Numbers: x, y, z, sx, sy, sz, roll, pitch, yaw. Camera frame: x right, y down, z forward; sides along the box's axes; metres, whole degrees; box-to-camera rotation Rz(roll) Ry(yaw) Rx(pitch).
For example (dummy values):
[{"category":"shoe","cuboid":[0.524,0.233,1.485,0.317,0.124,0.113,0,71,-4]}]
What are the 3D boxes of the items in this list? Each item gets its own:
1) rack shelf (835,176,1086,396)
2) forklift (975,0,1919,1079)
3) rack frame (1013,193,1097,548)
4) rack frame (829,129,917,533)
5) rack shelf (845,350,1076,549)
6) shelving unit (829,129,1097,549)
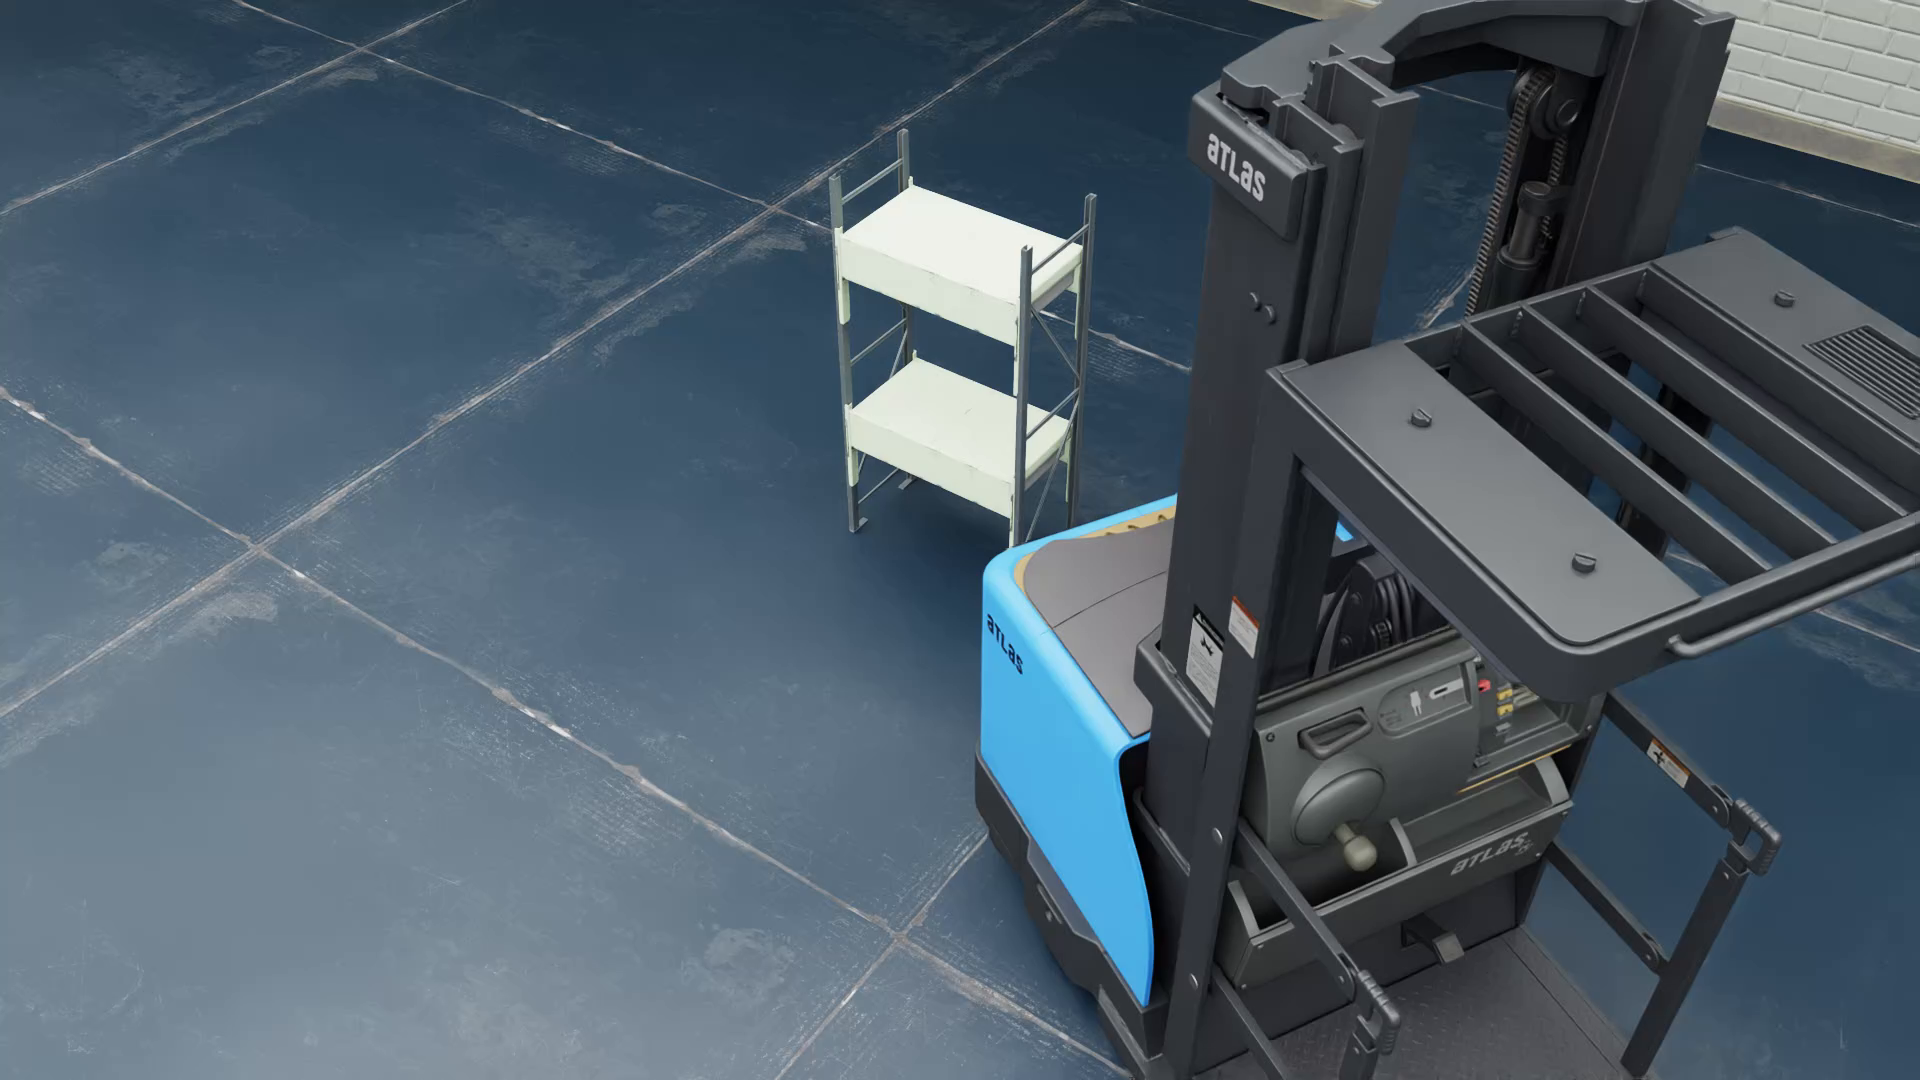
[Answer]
[{"category":"rack shelf","cuboid":[0.005,-0.847,5.487,0.720,0.370,0.431,25,48,25]},{"category":"forklift","cuboid":[1.143,0.500,3.493,1.130,2.935,3.031,-18,45,-19]},{"category":"rack frame","cuboid":[0.305,-0.416,5.590,0.023,1.500,0.400,25,48,25]},{"category":"rack frame","cuboid":[-0.294,-0.697,5.904,0.023,1.500,0.400,25,48,25]},{"category":"rack shelf","cuboid":[0.005,-0.313,5.964,0.720,0.370,0.431,25,48,25]},{"category":"shelving unit","cuboid":[0.005,-0.556,5.747,0.755,1.500,0.431,25,48,25]}]
